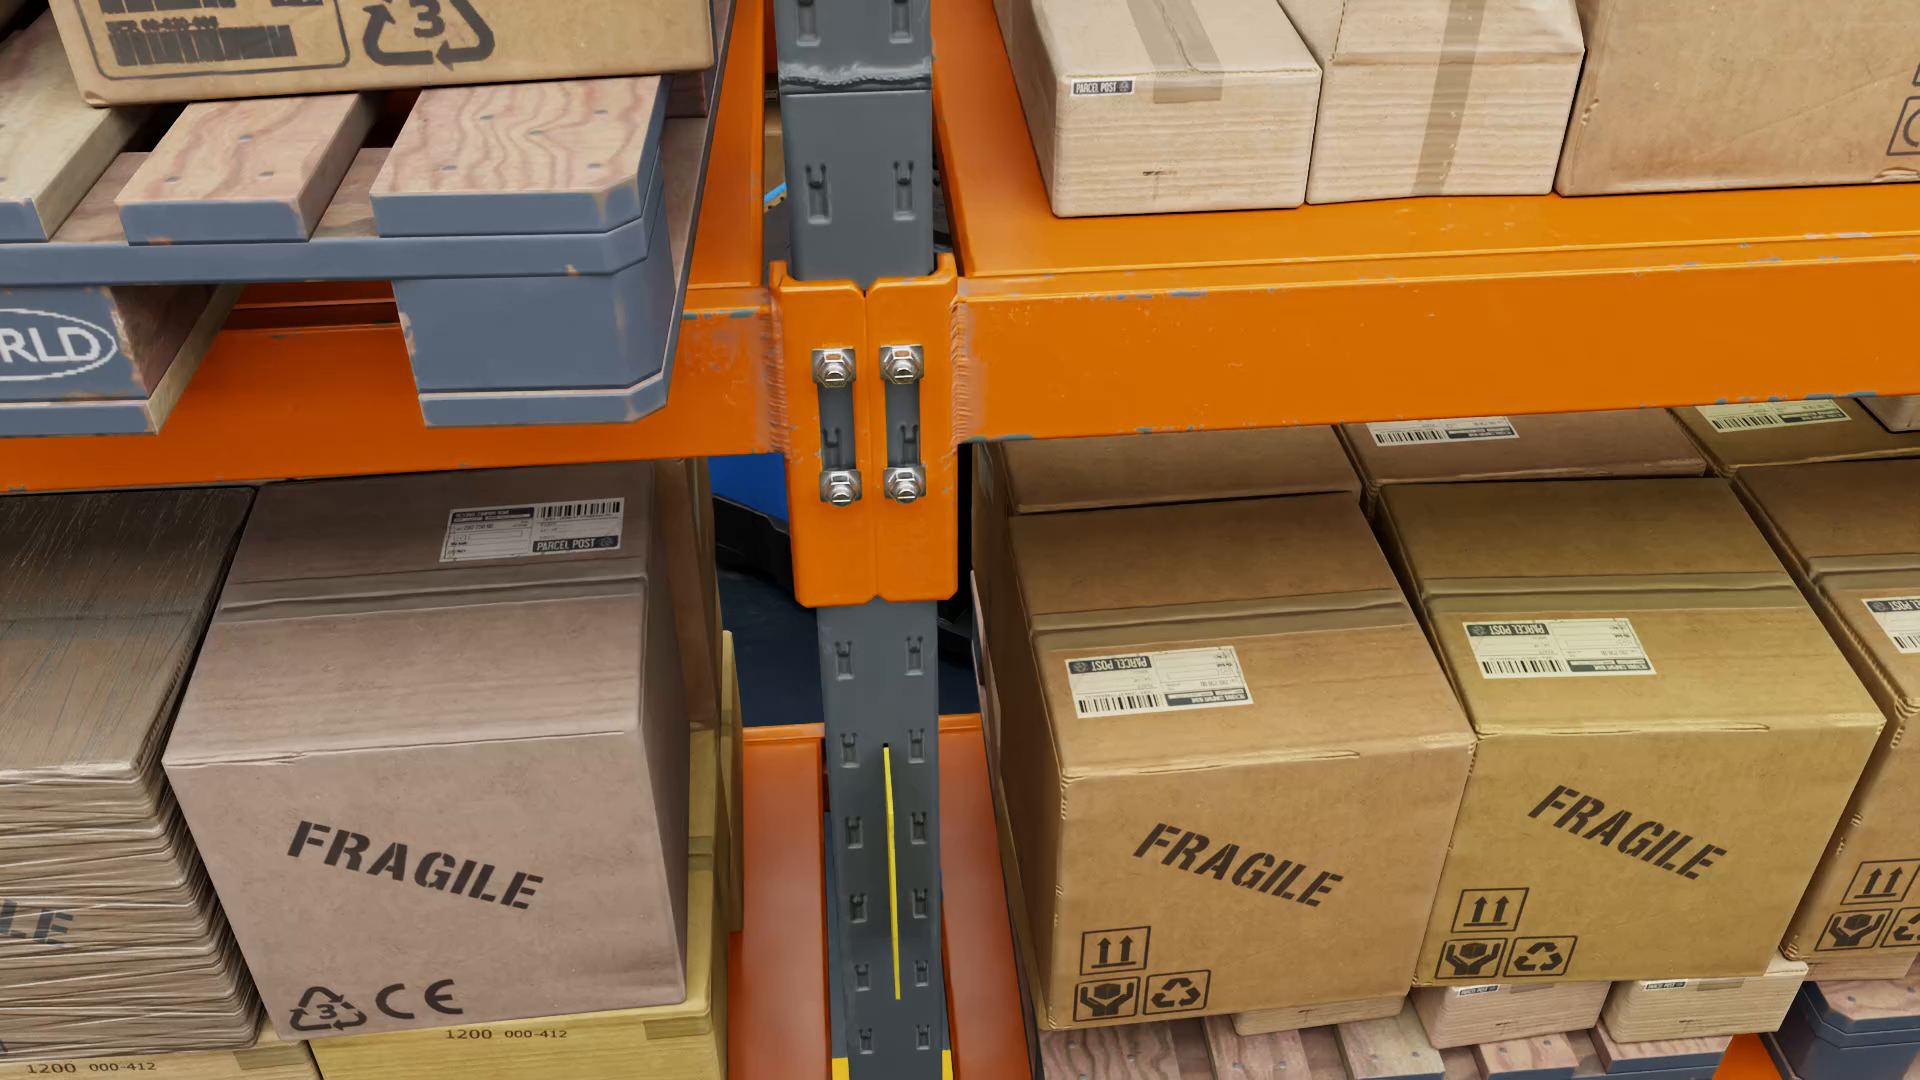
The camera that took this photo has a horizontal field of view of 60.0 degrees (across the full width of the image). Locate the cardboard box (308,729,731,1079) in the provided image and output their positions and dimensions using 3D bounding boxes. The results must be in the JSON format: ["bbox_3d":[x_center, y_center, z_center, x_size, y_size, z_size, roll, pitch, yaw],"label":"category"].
[{"bbox_3d":[-0.590,0.545,2.356,0.500,0.250,0.500,-3,38,-4],"label":"cardboard box"}]

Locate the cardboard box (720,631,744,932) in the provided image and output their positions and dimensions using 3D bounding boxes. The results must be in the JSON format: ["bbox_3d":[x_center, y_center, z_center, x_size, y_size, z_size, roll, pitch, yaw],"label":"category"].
[{"bbox_3d":[-0.640,0.429,2.906,0.500,0.250,0.500,-4,38,-5],"label":"cardboard box"}]

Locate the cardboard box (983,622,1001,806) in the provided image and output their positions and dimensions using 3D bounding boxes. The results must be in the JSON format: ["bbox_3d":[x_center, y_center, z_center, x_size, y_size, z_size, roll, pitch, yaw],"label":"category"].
[{"bbox_3d":[0.176,0.269,2.851,0.250,0.149,0.380,-2,38,-2],"label":"cardboard box"}]

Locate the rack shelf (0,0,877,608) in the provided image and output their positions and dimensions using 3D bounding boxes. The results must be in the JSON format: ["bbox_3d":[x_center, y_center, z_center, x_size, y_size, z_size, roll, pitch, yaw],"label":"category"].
[{"bbox_3d":[-2.122,-0.287,1.851,4.000,0.370,1.077,-3,38,-4],"label":"rack shelf"}]

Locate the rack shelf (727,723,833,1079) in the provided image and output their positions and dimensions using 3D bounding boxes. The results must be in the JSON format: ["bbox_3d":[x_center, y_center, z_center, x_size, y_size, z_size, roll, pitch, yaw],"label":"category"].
[{"bbox_3d":[-2.122,0.891,2.780,4.000,0.370,1.077,-3,38,-4],"label":"rack shelf"}]

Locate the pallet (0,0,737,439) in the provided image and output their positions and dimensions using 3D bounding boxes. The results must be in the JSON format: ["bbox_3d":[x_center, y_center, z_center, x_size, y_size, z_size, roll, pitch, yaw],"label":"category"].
[{"bbox_3d":[-0.767,-0.537,1.740,1.003,0.211,1.213,-1,38,-2],"label":"pallet"}]

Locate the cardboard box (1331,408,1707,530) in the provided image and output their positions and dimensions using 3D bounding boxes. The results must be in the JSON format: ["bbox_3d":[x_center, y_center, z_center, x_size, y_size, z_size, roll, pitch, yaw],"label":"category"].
[{"bbox_3d":[0.812,-0.054,2.737,0.500,0.500,0.500,-4,38,-5],"label":"cardboard box"}]

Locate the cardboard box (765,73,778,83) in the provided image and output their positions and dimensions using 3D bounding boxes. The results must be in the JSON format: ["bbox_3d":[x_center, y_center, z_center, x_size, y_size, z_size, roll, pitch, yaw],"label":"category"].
[{"bbox_3d":[-1.018,-1.897,7.412,0.500,0.500,0.500,-2,38,-2],"label":"cardboard box"}]

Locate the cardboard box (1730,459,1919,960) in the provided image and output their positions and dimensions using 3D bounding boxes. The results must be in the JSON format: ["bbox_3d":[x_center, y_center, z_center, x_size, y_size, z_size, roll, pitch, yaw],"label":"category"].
[{"bbox_3d":[1.385,0.230,2.378,0.500,0.500,0.500,-3,38,-3],"label":"cardboard box"}]

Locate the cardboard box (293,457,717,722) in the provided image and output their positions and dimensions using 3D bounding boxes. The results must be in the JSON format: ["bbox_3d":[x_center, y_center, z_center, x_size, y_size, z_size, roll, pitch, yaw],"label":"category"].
[{"bbox_3d":[-0.643,-0.057,2.513,0.500,0.500,0.500,-4,38,-5],"label":"cardboard box"}]

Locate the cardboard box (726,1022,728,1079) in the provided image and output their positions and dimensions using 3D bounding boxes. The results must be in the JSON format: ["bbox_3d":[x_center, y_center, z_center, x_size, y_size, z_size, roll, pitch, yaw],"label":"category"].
[{"bbox_3d":[-0.611,0.745,2.505,0.500,0.250,0.500,-4,38,-6],"label":"cardboard box"}]

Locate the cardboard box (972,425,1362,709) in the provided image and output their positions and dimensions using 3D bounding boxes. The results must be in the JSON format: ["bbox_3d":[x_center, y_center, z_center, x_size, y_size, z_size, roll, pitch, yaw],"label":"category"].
[{"bbox_3d":[0.298,-0.019,2.692,0.500,0.500,0.500,-4,38,-5],"label":"cardboard box"}]

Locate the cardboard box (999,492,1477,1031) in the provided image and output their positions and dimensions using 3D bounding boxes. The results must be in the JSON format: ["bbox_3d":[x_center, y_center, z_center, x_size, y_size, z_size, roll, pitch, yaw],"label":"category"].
[{"bbox_3d":[0.339,0.296,2.294,0.500,0.500,0.500,-4,38,-5],"label":"cardboard box"}]

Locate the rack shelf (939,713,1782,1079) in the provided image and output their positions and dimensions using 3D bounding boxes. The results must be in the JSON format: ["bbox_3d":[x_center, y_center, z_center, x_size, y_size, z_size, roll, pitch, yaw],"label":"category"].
[{"bbox_3d":[1.862,0.671,3.058,4.000,0.370,1.077,-3,38,-4],"label":"rack shelf"}]

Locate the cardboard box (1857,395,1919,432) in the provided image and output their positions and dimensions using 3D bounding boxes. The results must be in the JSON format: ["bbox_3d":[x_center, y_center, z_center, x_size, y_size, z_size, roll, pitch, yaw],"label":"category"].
[{"bbox_3d":[1.474,-0.341,2.577,0.250,0.149,0.380,-5,39,-6],"label":"cardboard box"}]

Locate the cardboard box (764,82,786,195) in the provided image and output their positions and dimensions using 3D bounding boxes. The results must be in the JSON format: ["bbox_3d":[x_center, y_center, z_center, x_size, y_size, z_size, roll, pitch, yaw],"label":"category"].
[{"bbox_3d":[-0.976,-1.592,7.024,0.500,0.500,0.500,-2,38,-3],"label":"cardboard box"}]

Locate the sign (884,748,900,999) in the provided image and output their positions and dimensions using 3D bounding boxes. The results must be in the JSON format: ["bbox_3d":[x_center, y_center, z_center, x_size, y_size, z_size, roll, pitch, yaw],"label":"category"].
[{"bbox_3d":[-0.078,0.386,1.904,0.005,0.325,0.100,-3,38,-4],"label":"sign"}]

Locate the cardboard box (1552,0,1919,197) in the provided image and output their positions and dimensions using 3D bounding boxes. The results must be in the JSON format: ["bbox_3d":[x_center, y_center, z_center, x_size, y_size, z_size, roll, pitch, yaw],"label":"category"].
[{"bbox_3d":[0.815,-0.764,1.795,0.500,0.500,0.700,-3,38,-4],"label":"cardboard box"}]

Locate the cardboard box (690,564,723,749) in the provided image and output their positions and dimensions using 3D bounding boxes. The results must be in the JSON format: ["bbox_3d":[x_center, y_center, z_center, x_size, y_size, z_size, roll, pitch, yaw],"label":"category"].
[{"bbox_3d":[-0.657,0.237,2.746,0.500,0.250,0.500,-3,38,-4],"label":"cardboard box"}]

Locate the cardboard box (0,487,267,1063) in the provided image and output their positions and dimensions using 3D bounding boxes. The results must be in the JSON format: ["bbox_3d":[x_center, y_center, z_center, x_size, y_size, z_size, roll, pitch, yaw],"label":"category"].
[{"bbox_3d":[-1.132,0.290,2.073,0.500,0.500,0.500,-3,38,-3],"label":"cardboard box"}]

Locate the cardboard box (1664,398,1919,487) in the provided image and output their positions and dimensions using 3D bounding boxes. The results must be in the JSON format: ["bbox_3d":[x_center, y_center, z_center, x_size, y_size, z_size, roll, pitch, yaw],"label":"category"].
[{"bbox_3d":[1.315,-0.082,2.773,0.500,0.500,0.500,-6,39,-7],"label":"cardboard box"}]

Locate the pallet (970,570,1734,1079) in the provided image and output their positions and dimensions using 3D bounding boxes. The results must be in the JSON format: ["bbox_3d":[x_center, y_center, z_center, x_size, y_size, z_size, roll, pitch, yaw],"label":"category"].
[{"bbox_3d":[0.570,0.469,2.889,1.003,0.211,1.213,-3,38,-4],"label":"pallet"}]

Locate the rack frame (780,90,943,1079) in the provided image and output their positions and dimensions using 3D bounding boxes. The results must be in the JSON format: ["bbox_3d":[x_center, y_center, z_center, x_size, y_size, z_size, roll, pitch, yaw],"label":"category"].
[{"bbox_3d":[-0.130,0.499,2.697,0.127,3.000,1.000,-3,38,-4],"label":"rack frame"}]

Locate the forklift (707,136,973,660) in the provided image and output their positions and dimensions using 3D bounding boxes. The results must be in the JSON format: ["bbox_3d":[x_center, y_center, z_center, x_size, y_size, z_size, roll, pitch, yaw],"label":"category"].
[{"bbox_3d":[0.576,-0.922,4.552,3.031,2.935,1.130,20,42,24],"label":"forklift"}]

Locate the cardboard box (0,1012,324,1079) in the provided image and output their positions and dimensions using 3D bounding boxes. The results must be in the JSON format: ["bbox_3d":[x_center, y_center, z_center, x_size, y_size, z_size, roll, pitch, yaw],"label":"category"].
[{"bbox_3d":[-1.100,0.575,2.317,0.500,0.250,0.500,-4,38,-5],"label":"cardboard box"}]

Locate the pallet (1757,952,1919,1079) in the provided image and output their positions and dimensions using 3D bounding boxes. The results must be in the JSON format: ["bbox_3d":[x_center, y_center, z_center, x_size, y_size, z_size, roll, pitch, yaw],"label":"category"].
[{"bbox_3d":[1.838,0.440,2.926,1.213,0.211,1.003,-3,38,-4],"label":"pallet"}]

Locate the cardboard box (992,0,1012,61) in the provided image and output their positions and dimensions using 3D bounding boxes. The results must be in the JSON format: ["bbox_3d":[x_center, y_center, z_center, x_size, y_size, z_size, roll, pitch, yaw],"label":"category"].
[{"bbox_3d":[0.165,-0.727,2.031,0.250,0.149,0.380,-3,38,-4],"label":"cardboard box"}]

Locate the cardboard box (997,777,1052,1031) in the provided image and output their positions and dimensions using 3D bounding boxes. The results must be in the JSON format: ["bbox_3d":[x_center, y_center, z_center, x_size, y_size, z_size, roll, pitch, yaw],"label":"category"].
[{"bbox_3d":[0.210,0.529,2.521,0.250,0.149,0.380,-5,39,-7],"label":"cardboard box"}]

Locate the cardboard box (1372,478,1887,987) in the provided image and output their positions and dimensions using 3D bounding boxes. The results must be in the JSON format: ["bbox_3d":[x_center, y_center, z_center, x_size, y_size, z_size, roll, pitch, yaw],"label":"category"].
[{"bbox_3d":[0.857,0.263,2.335,0.500,0.500,0.500,-1,38,-2],"label":"cardboard box"}]

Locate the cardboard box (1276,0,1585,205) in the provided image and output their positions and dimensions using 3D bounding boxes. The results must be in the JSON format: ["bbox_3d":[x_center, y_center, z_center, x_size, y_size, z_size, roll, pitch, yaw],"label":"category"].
[{"bbox_3d":[0.453,-0.553,1.716,0.258,0.266,0.396,-3,38,-4],"label":"cardboard box"}]

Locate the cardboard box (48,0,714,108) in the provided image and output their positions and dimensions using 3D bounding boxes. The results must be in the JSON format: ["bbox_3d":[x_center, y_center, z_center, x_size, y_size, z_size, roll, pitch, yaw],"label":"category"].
[{"bbox_3d":[-0.492,-0.771,1.461,0.637,0.503,0.797,-5,39,-7],"label":"cardboard box"}]

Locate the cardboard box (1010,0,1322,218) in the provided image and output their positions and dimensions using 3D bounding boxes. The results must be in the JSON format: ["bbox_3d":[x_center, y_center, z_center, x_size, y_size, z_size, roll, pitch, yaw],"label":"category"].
[{"bbox_3d":[0.199,-0.493,1.734,0.250,0.149,0.380,-3,38,-4],"label":"cardboard box"}]

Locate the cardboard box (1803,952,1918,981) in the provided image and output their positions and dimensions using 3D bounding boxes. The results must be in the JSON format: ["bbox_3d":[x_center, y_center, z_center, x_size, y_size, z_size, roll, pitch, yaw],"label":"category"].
[{"bbox_3d":[1.280,0.484,2.579,0.250,0.149,0.380,-1,38,-1],"label":"cardboard box"}]

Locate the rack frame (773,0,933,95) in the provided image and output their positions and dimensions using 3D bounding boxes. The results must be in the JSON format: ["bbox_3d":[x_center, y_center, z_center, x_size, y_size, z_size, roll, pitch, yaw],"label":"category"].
[{"bbox_3d":[-0.130,-1.857,0.838,0.127,3.000,1.000,-3,38,-4],"label":"rack frame"}]

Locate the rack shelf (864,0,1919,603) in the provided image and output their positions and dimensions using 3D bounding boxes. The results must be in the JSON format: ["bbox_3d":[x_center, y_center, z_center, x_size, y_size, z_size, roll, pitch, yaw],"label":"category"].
[{"bbox_3d":[1.862,-0.506,2.129,4.000,0.370,1.077,-3,38,-4],"label":"rack shelf"}]

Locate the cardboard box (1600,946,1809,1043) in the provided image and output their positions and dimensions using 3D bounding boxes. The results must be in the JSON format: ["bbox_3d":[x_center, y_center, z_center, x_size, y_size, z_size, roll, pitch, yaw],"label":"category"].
[{"bbox_3d":[1.047,0.546,2.501,0.250,0.149,0.380,-3,38,-4],"label":"cardboard box"}]

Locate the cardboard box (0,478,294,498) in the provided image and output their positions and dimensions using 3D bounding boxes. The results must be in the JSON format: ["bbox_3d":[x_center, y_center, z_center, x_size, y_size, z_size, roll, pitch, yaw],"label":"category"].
[{"bbox_3d":[-1.136,-0.024,2.471,0.500,0.500,0.500,-3,38,-4],"label":"cardboard box"}]

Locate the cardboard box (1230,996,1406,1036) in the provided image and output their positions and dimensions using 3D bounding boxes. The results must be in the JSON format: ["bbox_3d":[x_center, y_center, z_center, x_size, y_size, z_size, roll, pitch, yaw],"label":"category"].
[{"bbox_3d":[0.495,0.534,2.515,0.250,0.149,0.380,-5,39,-7],"label":"cardboard box"}]

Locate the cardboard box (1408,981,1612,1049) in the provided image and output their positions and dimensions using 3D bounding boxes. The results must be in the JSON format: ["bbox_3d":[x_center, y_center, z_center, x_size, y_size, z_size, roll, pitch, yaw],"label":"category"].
[{"bbox_3d":[0.771,0.548,2.498,0.250,0.149,0.380,-6,39,-7],"label":"cardboard box"}]

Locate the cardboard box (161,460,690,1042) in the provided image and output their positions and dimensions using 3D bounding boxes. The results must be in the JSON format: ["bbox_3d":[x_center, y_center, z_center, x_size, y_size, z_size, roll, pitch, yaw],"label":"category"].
[{"bbox_3d":[-0.622,0.257,2.115,0.500,0.500,0.500,-4,38,-5],"label":"cardboard box"}]
